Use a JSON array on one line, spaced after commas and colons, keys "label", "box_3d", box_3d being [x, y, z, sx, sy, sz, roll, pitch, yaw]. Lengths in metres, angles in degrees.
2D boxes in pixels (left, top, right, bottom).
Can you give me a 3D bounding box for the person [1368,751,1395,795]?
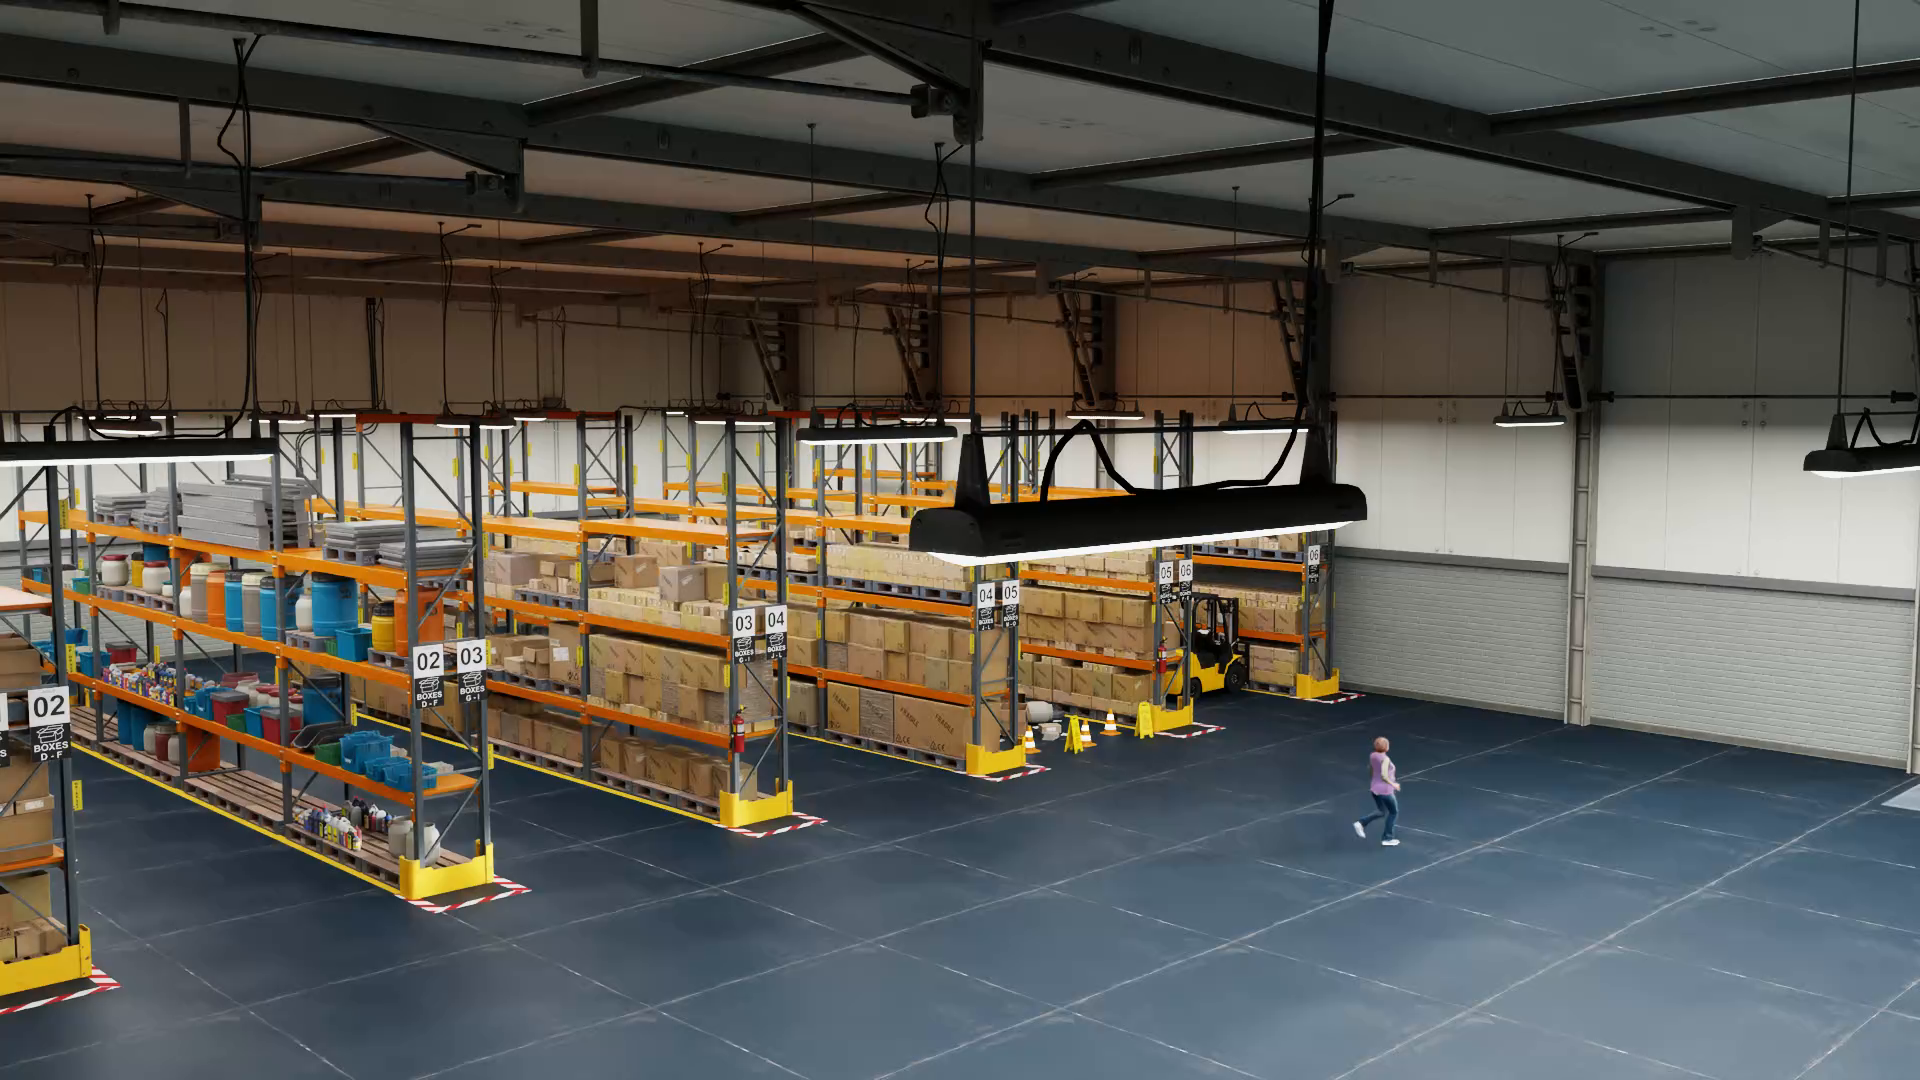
[{"label": "person", "box_3d": [5.916, 3.266, 23.298, 0.314, 0.582, 0.542, -2, 5, -17]}]
